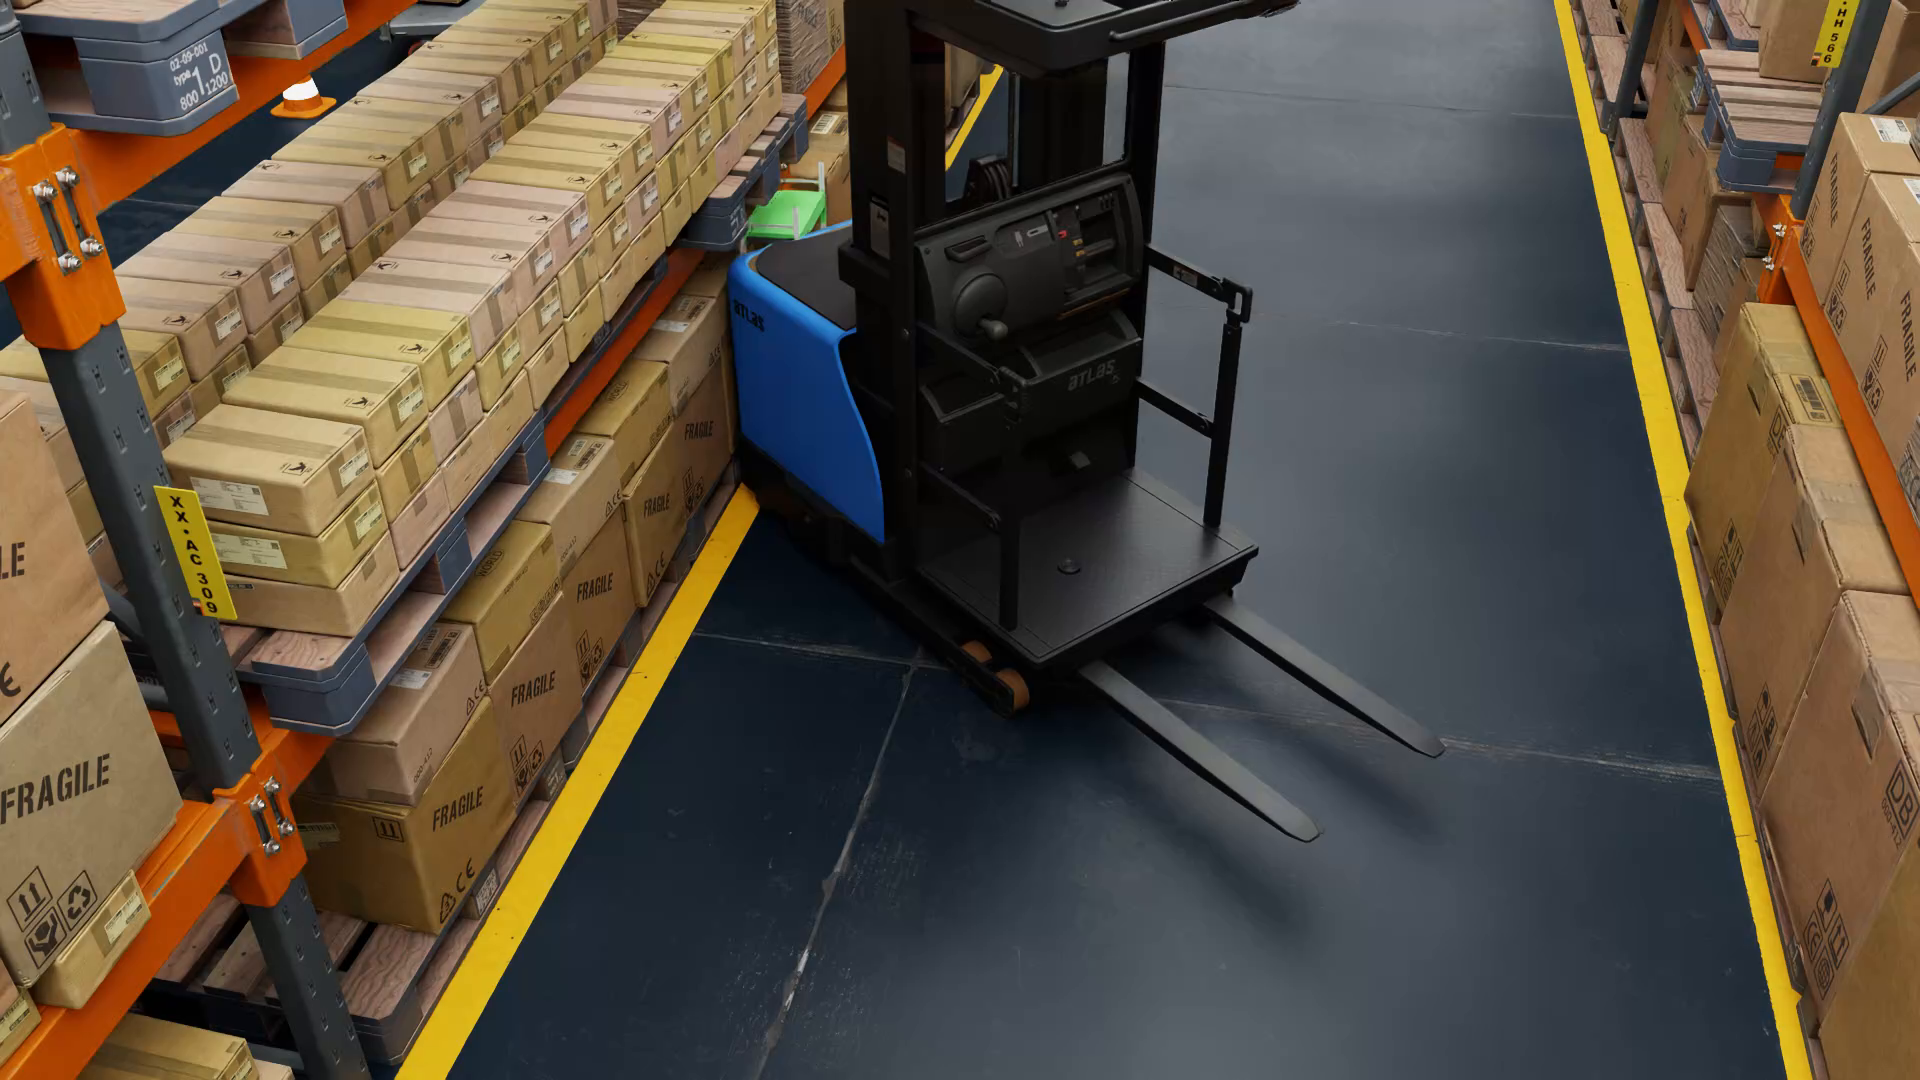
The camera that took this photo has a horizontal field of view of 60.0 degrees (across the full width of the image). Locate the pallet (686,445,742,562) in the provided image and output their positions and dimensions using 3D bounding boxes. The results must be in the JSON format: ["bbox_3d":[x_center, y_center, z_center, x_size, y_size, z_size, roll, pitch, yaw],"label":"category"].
[{"bbox_3d":[-1.417,-0.400,7.122,1.003,0.211,1.213,7,37,10],"label":"pallet"}]

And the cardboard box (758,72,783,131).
[{"bbox_3d":[-0.905,-1.705,6.402,0.380,0.149,0.250,8,37,11],"label":"cardboard box"}]

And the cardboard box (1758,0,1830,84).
[{"bbox_3d":[3.673,-2.155,6.724,0.700,0.500,0.500,13,38,17],"label":"cardboard box"}]

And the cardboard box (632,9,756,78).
[{"bbox_3d":[-0.961,-1.804,6.032,0.380,0.149,0.250,7,36,9],"label":"cardboard box"}]

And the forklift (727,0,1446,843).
[{"bbox_3d":[0.388,-0.898,5.492,1.130,2.935,3.031,-25,43,-30],"label":"forklift"}]

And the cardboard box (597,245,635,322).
[{"bbox_3d":[-1.239,-0.813,5.172,0.380,0.149,0.250,6,36,8],"label":"cardboard box"}]

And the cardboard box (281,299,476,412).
[{"bbox_3d":[-1.458,-0.468,4.189,0.380,0.149,0.250,8,37,10],"label":"cardboard box"}]

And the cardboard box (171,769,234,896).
[{"bbox_3d":[-2.191,0.703,4.997,0.500,0.500,0.500,7,36,9],"label":"cardboard box"}]

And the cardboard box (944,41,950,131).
[{"bbox_3d":[-0.649,-2.609,9.353,1.050,0.750,0.750,7,37,10],"label":"cardboard box"}]

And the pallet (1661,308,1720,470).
[{"bbox_3d":[3.744,-0.616,7.420,1.003,0.211,1.213,7,37,10],"label":"pallet"}]

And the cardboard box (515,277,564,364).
[{"bbox_3d":[-1.351,-0.641,4.682,0.380,0.149,0.250,9,37,12],"label":"cardboard box"}]

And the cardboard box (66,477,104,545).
[{"bbox_3d":[-2.211,-0.125,3.969,0.380,0.149,0.250,8,37,11],"label":"cardboard box"}]

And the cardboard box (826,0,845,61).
[{"bbox_3d":[-0.783,-2.533,7.603,0.500,0.500,0.500,7,37,10],"label":"cardboard box"}]

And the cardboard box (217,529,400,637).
[{"bbox_3d":[-1.569,0.080,3.940,0.380,0.149,0.250,6,36,8],"label":"cardboard box"}]

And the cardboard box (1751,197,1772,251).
[{"bbox_3d":[3.793,-1.460,7.325,0.500,0.250,0.500,11,37,15],"label":"cardboard box"}]

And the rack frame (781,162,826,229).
[{"bbox_3d":[-0.684,-1.060,7.190,0.240,1.200,0.015,4,33,6],"label":"rack frame"}]

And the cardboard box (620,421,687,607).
[{"bbox_3d":[-1.345,-0.122,6.135,0.500,0.500,0.500,6,36,8],"label":"cardboard box"}]

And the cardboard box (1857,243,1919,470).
[{"bbox_3d":[2.992,-0.503,4.803,0.500,0.500,0.500,7,36,9],"label":"cardboard box"}]

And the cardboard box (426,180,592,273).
[{"bbox_3d":[-1.294,-0.902,4.788,0.380,0.149,0.250,9,37,12],"label":"cardboard box"}]

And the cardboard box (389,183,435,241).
[{"bbox_3d":[-1.875,-1.020,5.204,0.380,0.149,0.250,9,37,12],"label":"cardboard box"}]

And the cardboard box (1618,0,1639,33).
[{"bbox_3d":[4.725,-3.668,11.027,0.500,0.500,0.500,4,36,6],"label":"cardboard box"}]

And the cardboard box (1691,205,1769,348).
[{"bbox_3d":[3.805,-1.169,7.562,0.700,0.500,0.500,4,36,6],"label":"cardboard box"}]

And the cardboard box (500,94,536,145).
[{"bbox_3d":[-1.711,-1.460,5.811,0.380,0.149,0.250,7,37,10],"label":"cardboard box"}]

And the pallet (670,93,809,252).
[{"bbox_3d":[-1.297,-1.477,6.396,1.213,0.211,1.003,7,37,10],"label":"pallet"}]

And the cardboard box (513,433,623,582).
[{"bbox_3d":[-1.462,-0.133,5.511,0.500,0.250,0.500,9,37,12],"label":"cardboard box"}]

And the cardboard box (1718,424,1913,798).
[{"bbox_3d":[3.210,0.296,5.238,1.225,0.875,0.875,7,37,10],"label":"cardboard box"}]

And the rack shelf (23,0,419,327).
[{"bbox_3d":[-1.676,-1.753,4.670,1.077,0.370,4.000,7,37,10],"label":"rack shelf"}]

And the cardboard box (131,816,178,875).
[{"bbox_3d":[-1.935,0.611,3.565,0.380,0.149,0.250,7,37,9],"label":"cardboard box"}]

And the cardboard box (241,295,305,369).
[{"bbox_3d":[-2.046,-0.576,4.591,0.380,0.149,0.250,6,36,8],"label":"cardboard box"}]

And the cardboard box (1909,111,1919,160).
[{"bbox_3d":[3.403,-1.327,5.084,0.797,0.503,0.637,9,37,12],"label":"cardboard box"}]

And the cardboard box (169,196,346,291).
[{"bbox_3d":[-1.982,-0.840,4.703,0.380,0.149,0.250,6,36,8],"label":"cardboard box"}]

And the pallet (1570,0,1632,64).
[{"bbox_3d":[4.797,-3.552,11.471,1.003,0.211,1.213,7,37,10],"label":"pallet"}]

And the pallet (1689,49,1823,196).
[{"bbox_3d":[3.624,-1.641,6.622,1.213,0.211,1.003,7,37,10],"label":"pallet"}]

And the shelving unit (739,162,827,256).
[{"bbox_3d":[-0.717,-0.928,6.988,0.258,1.200,0.503,4,33,6],"label":"shelving unit"}]

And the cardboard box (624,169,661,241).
[{"bbox_3d":[-1.183,-1.085,5.294,0.380,0.149,0.250,8,37,11],"label":"cardboard box"}]

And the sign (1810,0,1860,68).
[{"bbox_3d":[3.043,-1.796,5.753,0.100,0.325,0.005,7,37,10],"label":"sign"}]

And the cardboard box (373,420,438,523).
[{"bbox_3d":[-1.516,-0.189,4.058,0.380,0.149,0.250,7,36,9],"label":"cardboard box"}]

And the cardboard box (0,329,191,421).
[{"bbox_3d":[-2.151,-0.402,4.097,0.380,0.149,0.250,6,36,9],"label":"cardboard box"}]

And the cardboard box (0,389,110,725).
[{"bbox_3d":[-1.939,0.054,2.929,0.500,0.500,0.500,6,36,8],"label":"cardboard box"}]

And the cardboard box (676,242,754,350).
[{"bbox_3d":[-1.138,-1.013,6.725,0.500,0.250,0.500,6,36,9],"label":"cardboard box"}]

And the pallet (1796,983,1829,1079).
[{"bbox_3d":[2.812,1.673,4.261,1.003,0.211,1.213,7,37,10],"label":"pallet"}]

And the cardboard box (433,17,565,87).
[{"bbox_3d":[-1.648,-1.751,5.959,0.380,0.149,0.250,7,37,10],"label":"cardboard box"}]

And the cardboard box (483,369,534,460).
[{"bbox_3d":[-1.404,-0.366,4.556,0.380,0.149,0.250,8,37,10],"label":"cardboard box"}]

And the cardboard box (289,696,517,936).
[{"bbox_3d":[-1.686,0.768,4.906,0.500,0.500,0.500,9,37,12],"label":"cardboard box"}]

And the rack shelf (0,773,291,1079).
[{"bbox_3d":[-2.530,1.754,2.386,1.077,0.370,4.000,7,37,10],"label":"rack shelf"}]

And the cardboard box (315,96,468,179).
[{"bbox_3d":[-1.816,-1.292,5.325,0.380,0.149,0.250,8,37,11],"label":"cardboard box"}]

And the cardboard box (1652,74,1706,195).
[{"bbox_3d":[4.157,-2.136,8.896,0.700,0.500,0.500,7,37,10],"label":"cardboard box"}]

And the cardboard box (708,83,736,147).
[{"bbox_3d":[-1.018,-1.521,5.895,0.380,0.149,0.250,8,37,11],"label":"cardboard box"}]

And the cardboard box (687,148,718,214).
[{"bbox_3d":[-1.071,-1.273,5.806,0.380,0.149,0.250,7,36,9],"label":"cardboard box"}]

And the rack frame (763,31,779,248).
[{"bbox_3d":[-1.249,-1.977,6.921,1.000,3.000,0.127,7,37,10],"label":"rack frame"}]

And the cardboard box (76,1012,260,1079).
[{"bbox_3d":[-1.925,1.296,3.970,0.380,0.149,0.250,8,37,11],"label":"cardboard box"}]

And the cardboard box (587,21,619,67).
[{"bbox_3d":[-1.548,-1.914,6.437,0.380,0.149,0.250,9,37,12],"label":"cardboard box"}]

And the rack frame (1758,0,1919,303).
[{"bbox_3d":[3.575,-1.297,5.984,1.000,3.000,0.127,7,37,10],"label":"rack frame"}]

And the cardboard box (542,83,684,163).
[{"bbox_3d":[-1.128,-1.363,5.423,0.380,0.149,0.250,7,37,10],"label":"cardboard box"}]

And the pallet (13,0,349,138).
[{"bbox_3d":[-1.867,-1.163,3.402,1.213,0.211,1.003,7,37,10],"label":"pallet"}]
